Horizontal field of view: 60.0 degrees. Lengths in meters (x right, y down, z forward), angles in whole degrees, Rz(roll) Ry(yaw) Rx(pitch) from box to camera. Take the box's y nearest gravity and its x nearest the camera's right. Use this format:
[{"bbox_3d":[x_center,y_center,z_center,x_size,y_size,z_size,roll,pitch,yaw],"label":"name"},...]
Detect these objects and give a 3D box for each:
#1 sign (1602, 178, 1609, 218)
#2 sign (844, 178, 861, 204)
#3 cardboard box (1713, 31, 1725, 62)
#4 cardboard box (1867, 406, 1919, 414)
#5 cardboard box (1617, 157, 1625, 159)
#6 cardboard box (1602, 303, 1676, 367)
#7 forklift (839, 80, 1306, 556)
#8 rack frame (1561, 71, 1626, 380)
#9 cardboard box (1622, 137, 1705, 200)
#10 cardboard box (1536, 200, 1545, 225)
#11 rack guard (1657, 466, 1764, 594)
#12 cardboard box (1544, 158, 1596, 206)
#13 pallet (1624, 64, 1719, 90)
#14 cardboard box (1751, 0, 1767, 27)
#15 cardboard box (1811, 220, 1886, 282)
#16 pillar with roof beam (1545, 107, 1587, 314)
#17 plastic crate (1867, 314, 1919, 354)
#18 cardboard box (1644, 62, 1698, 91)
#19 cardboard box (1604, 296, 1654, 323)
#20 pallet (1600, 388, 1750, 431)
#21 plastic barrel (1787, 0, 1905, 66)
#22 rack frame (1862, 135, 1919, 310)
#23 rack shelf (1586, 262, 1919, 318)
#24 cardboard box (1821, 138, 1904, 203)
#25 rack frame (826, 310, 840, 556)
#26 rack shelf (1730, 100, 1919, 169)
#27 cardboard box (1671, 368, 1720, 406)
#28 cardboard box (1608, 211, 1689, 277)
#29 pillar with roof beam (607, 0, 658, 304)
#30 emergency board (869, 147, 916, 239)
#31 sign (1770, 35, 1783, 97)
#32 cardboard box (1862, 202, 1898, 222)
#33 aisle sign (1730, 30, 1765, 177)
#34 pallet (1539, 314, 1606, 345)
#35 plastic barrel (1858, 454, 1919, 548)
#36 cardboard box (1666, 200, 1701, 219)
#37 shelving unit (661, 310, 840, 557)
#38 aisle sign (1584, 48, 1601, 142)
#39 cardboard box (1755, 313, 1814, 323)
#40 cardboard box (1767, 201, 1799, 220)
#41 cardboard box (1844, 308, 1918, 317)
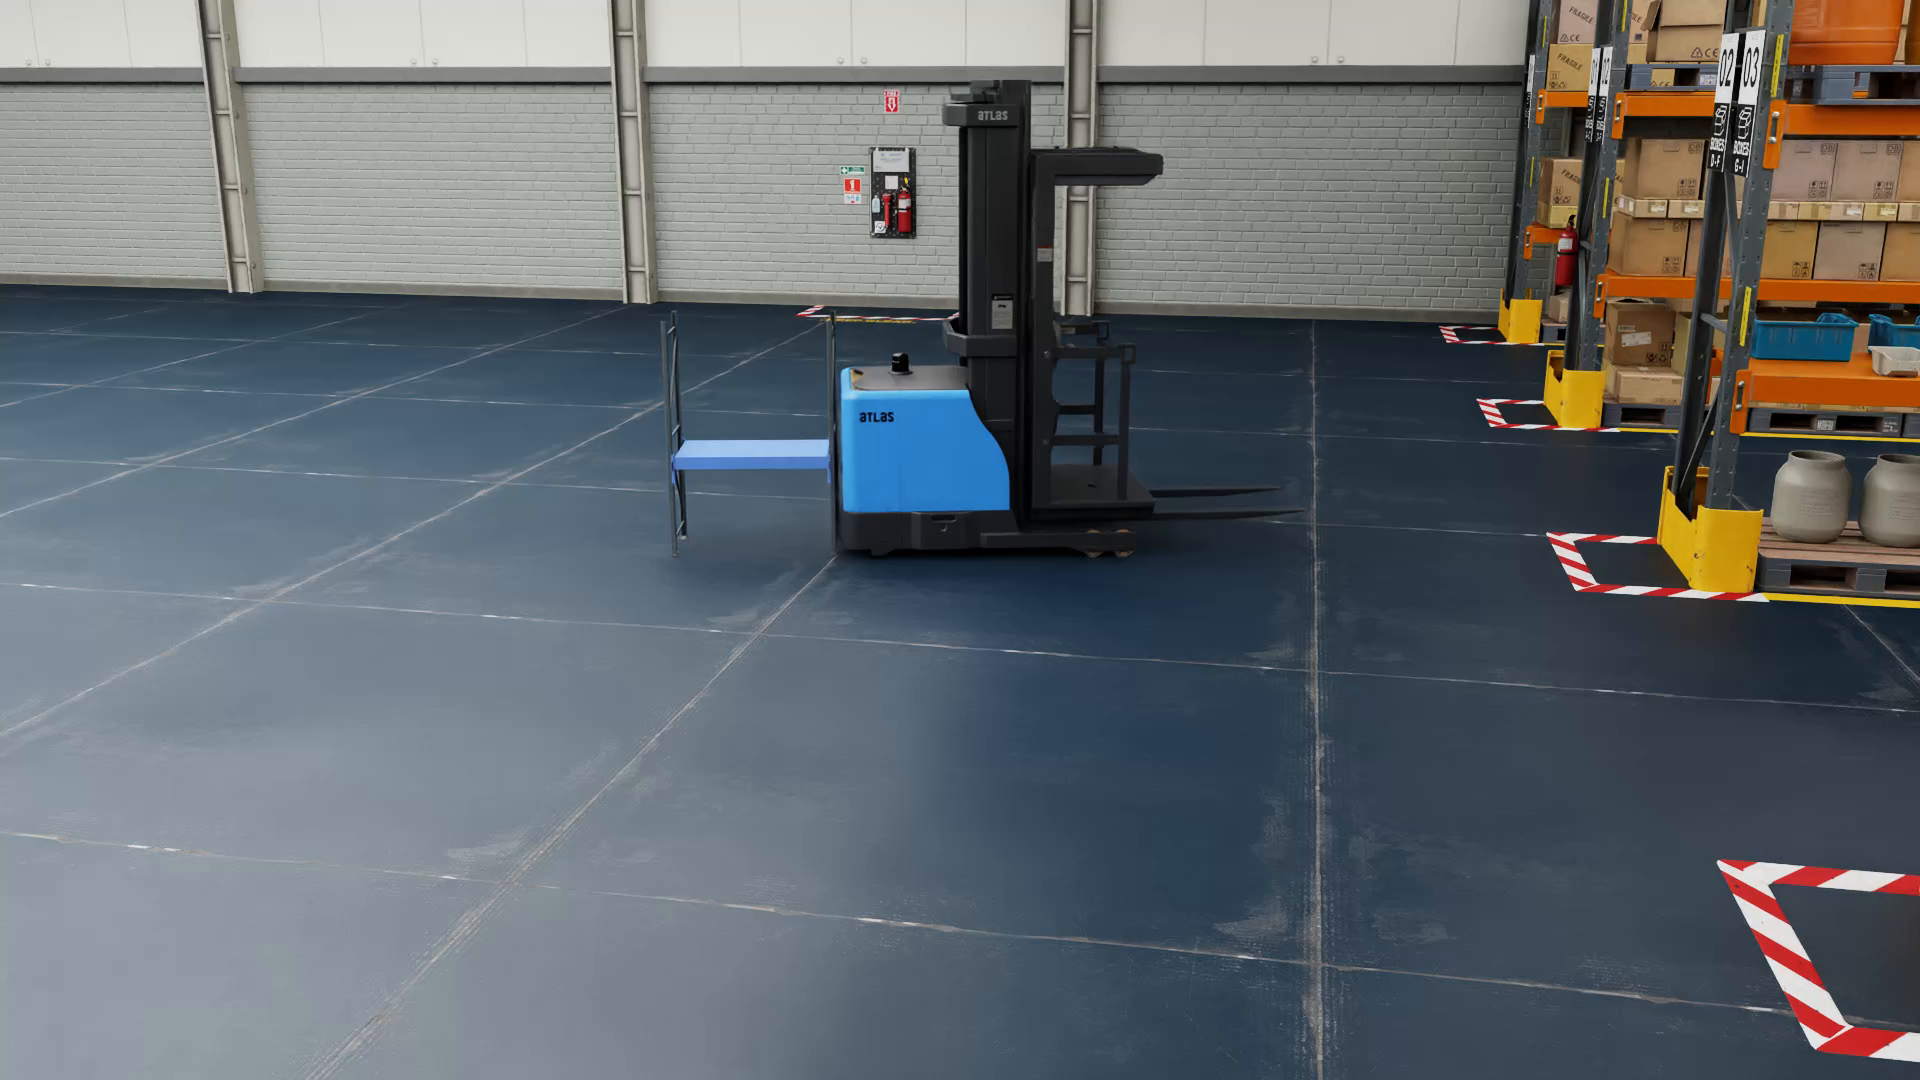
[{"bbox_3d":[5.443,-2.885,14.017,0.005,0.325,0.100,3,16,11],"label":"sign"},{"bbox_3d":[-1.414,-4.594,21.890,0.234,0.329,0.001,3,16,11],"label":"sign"},{"bbox_3d":[6.740,-4.225,14.239,0.500,0.250,0.500,3,16,11],"label":"cardboard box"},{"bbox_3d":[8.000,-1.258,14.280,0.500,0.250,0.500,3,16,11],"label":"cardboard box"},{"bbox_3d":[7.538,-4.170,19.267,0.500,0.500,0.500,3,16,12],"label":"cardboard box"},{"bbox_3d":[6.144,-1.862,15.055,0.500,0.500,0.500,3,16,11],"label":"cardboard box"},{"bbox_3d":[0.727,-1.449,10.732,3.031,2.935,1.130,-1,16,-4],"label":"forklift"},{"bbox_3d":[5.559,-2.574,14.667,0.127,3.000,1.000,3,16,11],"label":"rack frame"},{"bbox_3d":[6.066,-3.217,14.368,0.500,0.500,0.700,3,16,11],"label":"cardboard box"},{"bbox_3d":[7.039,-3.834,19.456,0.500,0.250,0.500,3,16,12],"label":"cardboard box"},{"bbox_3d":[4.652,-0.082,10.353,0.348,0.500,1.175,3,16,11],"label":"rack guard"},{"bbox_3d":[6.951,-4.065,18.887,0.500,0.500,0.500,3,16,11],"label":"cardboard box"},{"bbox_3d":[6.247,-3.933,14.118,1.213,0.211,1.003,3,16,11],"label":"pallet"},{"bbox_3d":[8.864,-5.650,18.053,0.500,0.500,0.500,3,16,9],"label":"cardboard box"},{"bbox_3d":[7.532,-2.513,14.257,0.500,0.500,0.700,4,16,13],"label":"cardboard box"},{"bbox_3d":[6.543,-5.824,15.162,0.400,9.000,9.100,3,16,11],"label":"pillar with roof beam"},{"bbox_3d":[5.754,-1.223,10.066,0.408,0.251,0.499,3,16,11],"label":"plastic crate"},{"bbox_3d":[7.849,-5.226,18.396,0.500,0.500,0.500,4,16,14],"label":"cardboard box"},{"bbox_3d":[7.761,-2.696,19.318,0.500,0.311,0.500,4,16,16],"label":"cardboard box"},{"bbox_3d":[6.317,-1.201,14.931,1.213,0.211,1.003,3,16,11],"label":"pallet"},{"bbox_3d":[5.070,-3.141,9.502,0.708,0.830,0.600,3,16,11],"label":"plastic barrel"},{"bbox_3d":[10.462,-3.658,18.577,0.127,3.000,1.000,3,16,11],"label":"rack frame"},{"bbox_3d":[7.519,-2.121,14.378,4.000,0.370,1.077,3,16,11],"label":"rack shelf"},{"bbox_3d":[7.567,-3.137,14.080,0.500,0.500,0.700,3,16,11],"label":"cardboard box"},{"bbox_3d":[-0.812,-0.690,10.672,0.032,1.500,0.500,0,15,-1],"label":"rack frame"},{"bbox_3d":[6.528,-2.271,9.301,4.000,0.370,1.077,3,16,11],"label":"rack shelf"},{"bbox_3d":[6.531,-1.339,14.572,0.500,0.250,0.500,3,16,11],"label":"cardboard box"},{"bbox_3d":[6.014,-2.594,14.551,0.500,0.500,0.700,3,16,11],"label":"cardboard box"},{"bbox_3d":[-5.216,-6.463,17.466,0.400,9.000,9.100,3,16,11],"label":"pillar with roof beam"},{"bbox_3d":[-0.893,-4.520,21.691,0.643,1.169,0.194,3,16,11],"label":"emergency board"},{"bbox_3d":[4.455,-2.585,9.069,0.005,0.325,0.100,3,16,11],"label":"sign"},{"bbox_3d":[7.665,-2.762,13.942,0.250,0.149,0.380,4,16,13],"label":"cardboard box"},{"bbox_3d":[4.439,-2.459,9.380,0.004,0.787,0.394,3,16,11],"label":"aisle sign"},{"bbox_3d":[7.406,-2.470,19.514,1.213,0.211,1.003,3,16,11],"label":"pallet"},{"bbox_3d":[5.720,-0.241,10.115,0.421,0.512,0.421,0,15,0],"label":"plastic barrel"},{"bbox_3d":[6.160,-2.845,14.240,0.250,0.149,0.380,3,16,10],"label":"cardboard box"},{"bbox_3d":[-1.321,-0.686,10.660,1.048,1.500,0.538,0,15,-1],"label":"shelving unit"},{"bbox_3d":[5.553,-3.907,14.610,0.004,0.787,0.394,3,16,11],"label":"aisle sign"},{"bbox_3d":[7.023,-1.677,14.386,0.500,0.500,0.500,3,16,11],"label":"cardboard box"},{"bbox_3d":[6.913,-2.803,14.091,0.250,0.149,0.380,3,16,9],"label":"cardboard box"},{"bbox_3d":[8.107,-1.760,14.686,0.500,0.500,0.500,3,16,11],"label":"cardboard box"}]
